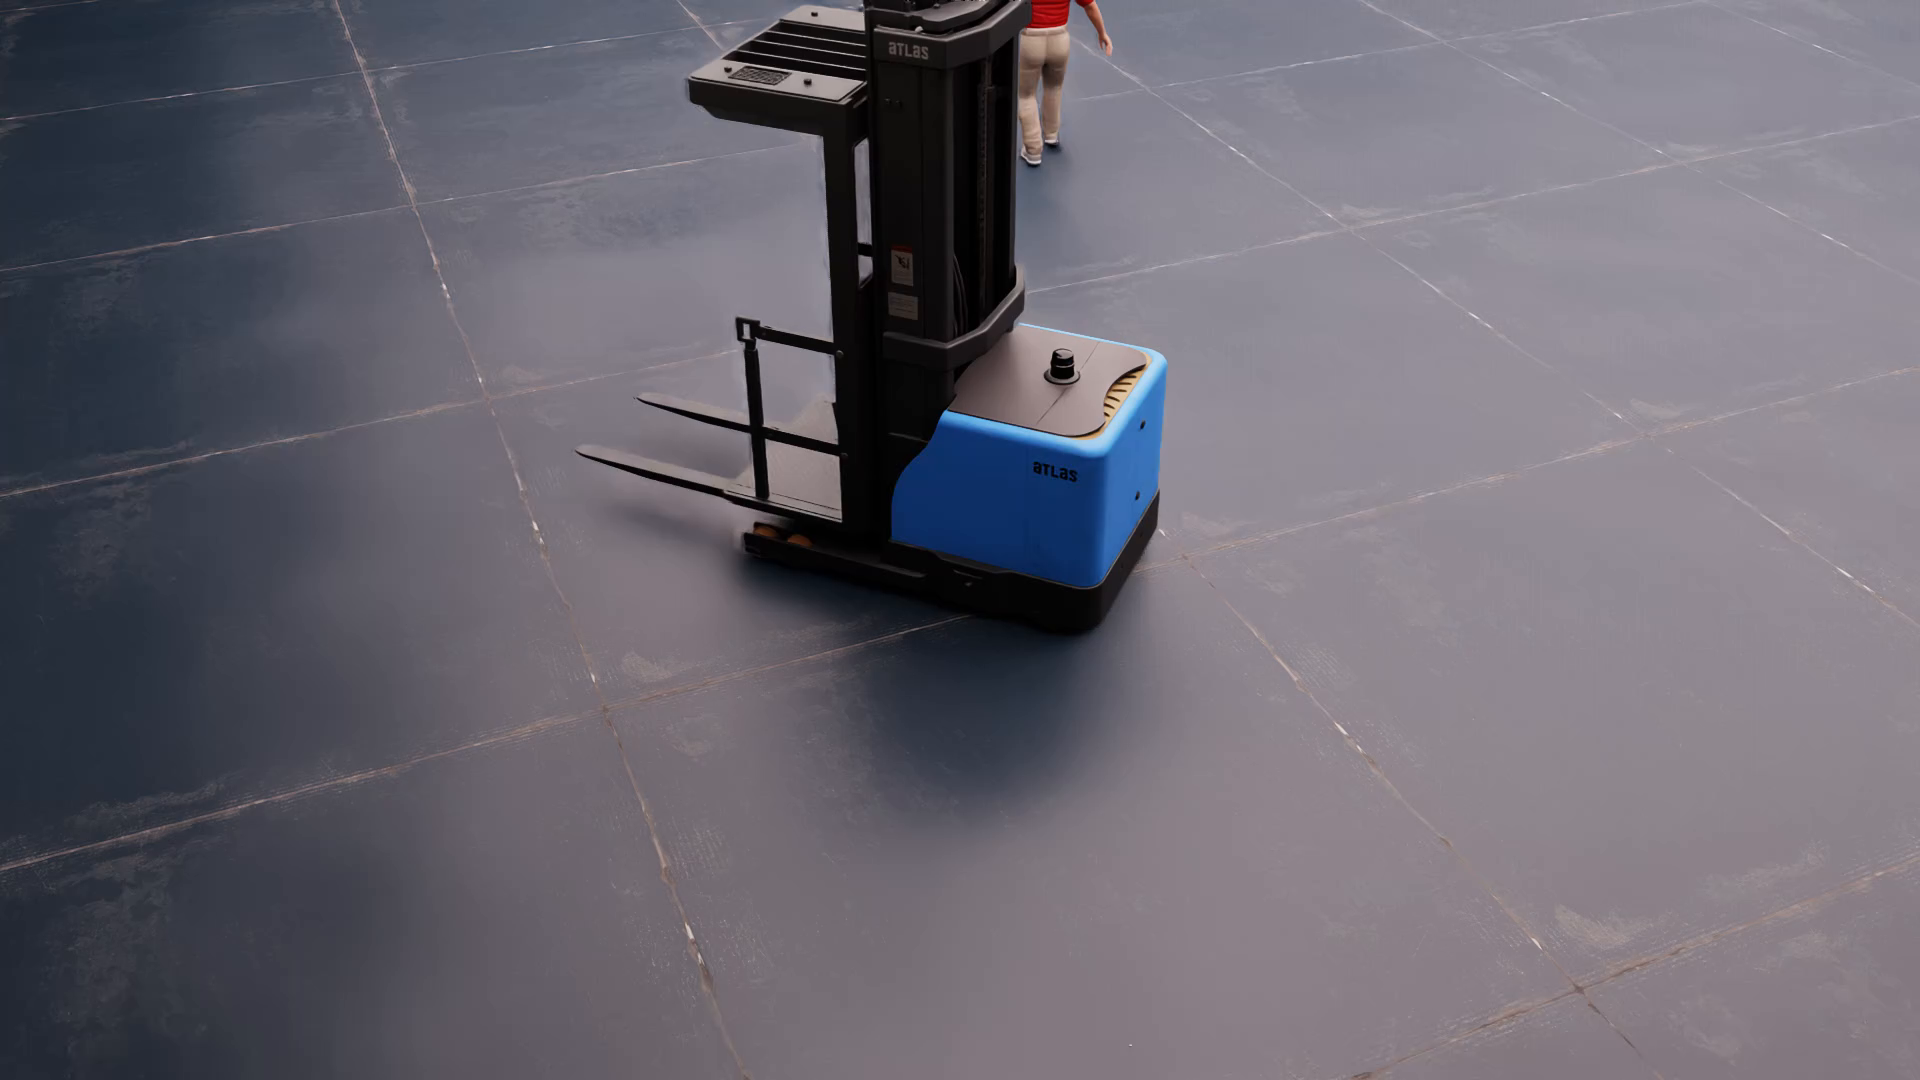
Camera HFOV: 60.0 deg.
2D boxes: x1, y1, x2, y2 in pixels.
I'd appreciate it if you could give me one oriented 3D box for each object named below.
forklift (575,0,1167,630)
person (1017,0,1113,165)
[{"bbox_3d":[-0.545,-1.319,7.954,3.031,2.935,1.130,14,38,19],"label":"forklift"},{"bbox_3d":[0.612,-3.699,12.405,1.009,1.744,0.659,-7,36,-9],"label":"person"}]
